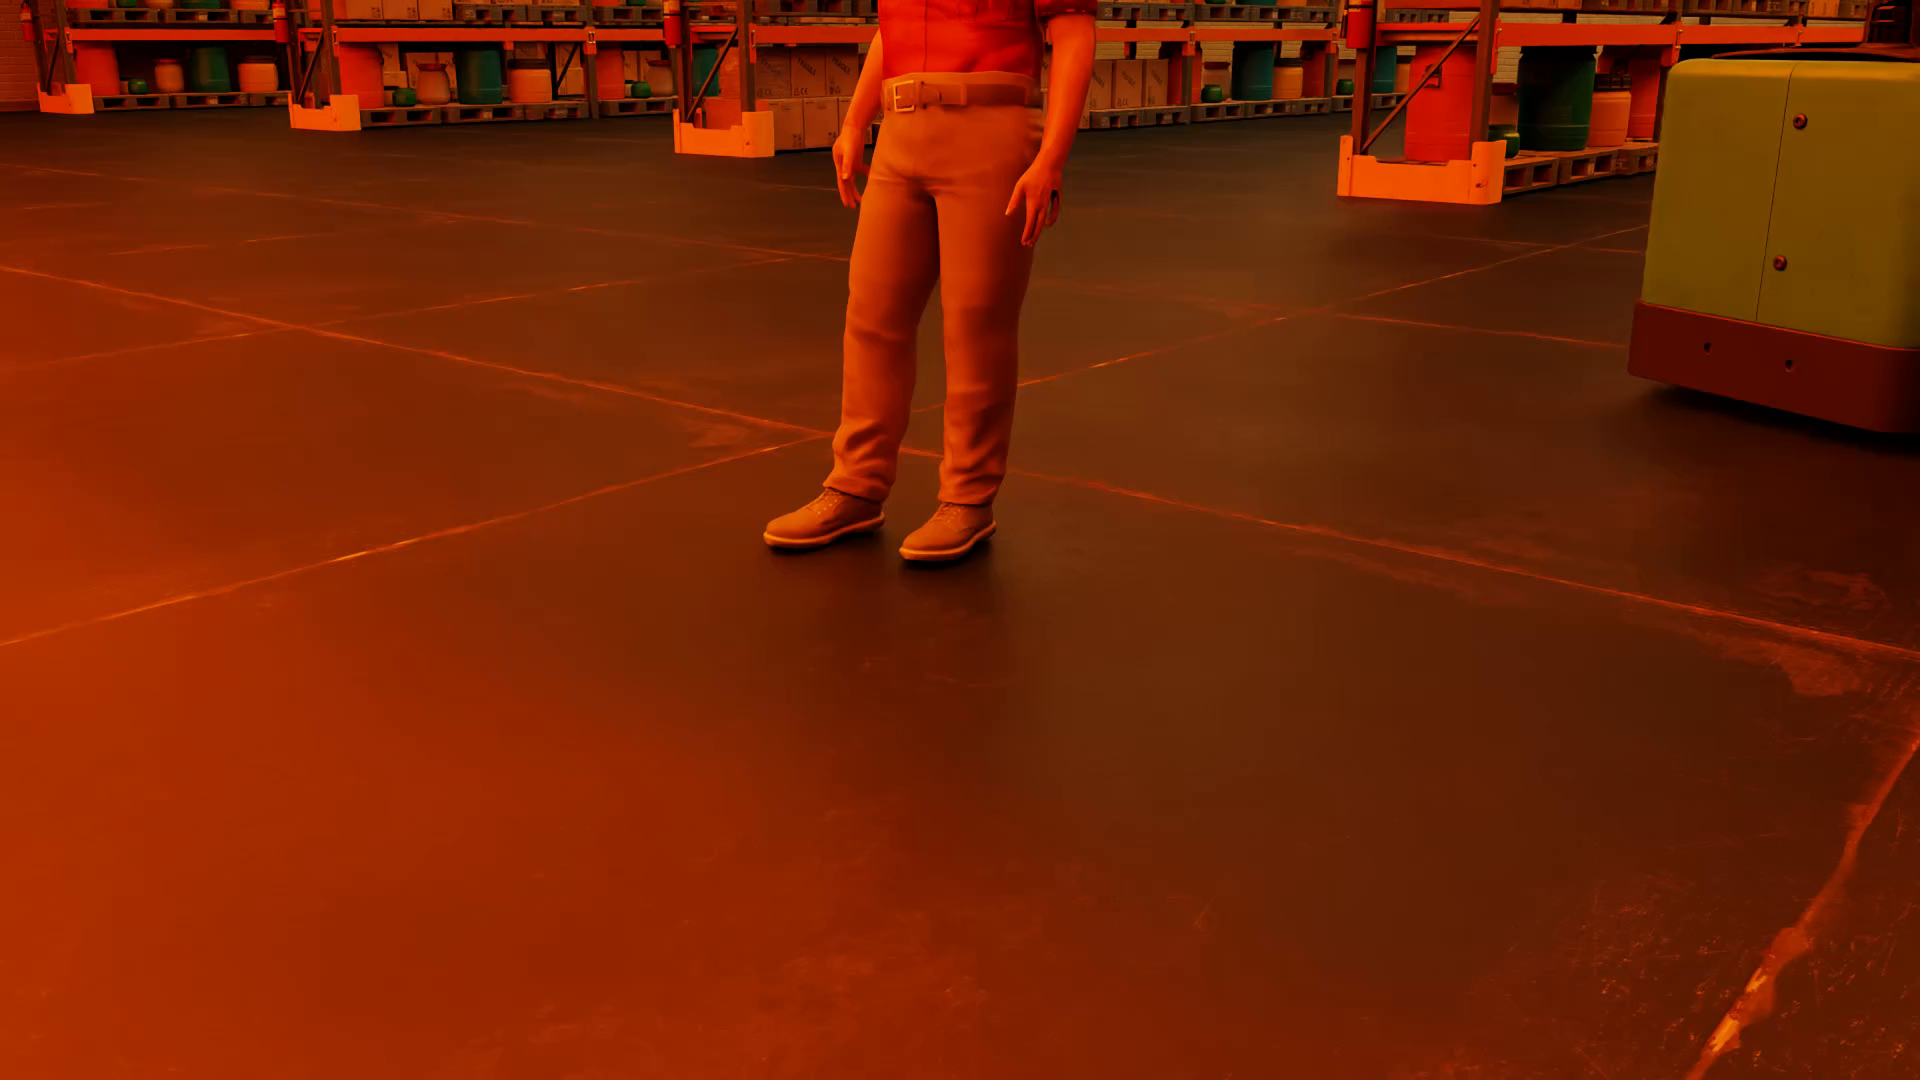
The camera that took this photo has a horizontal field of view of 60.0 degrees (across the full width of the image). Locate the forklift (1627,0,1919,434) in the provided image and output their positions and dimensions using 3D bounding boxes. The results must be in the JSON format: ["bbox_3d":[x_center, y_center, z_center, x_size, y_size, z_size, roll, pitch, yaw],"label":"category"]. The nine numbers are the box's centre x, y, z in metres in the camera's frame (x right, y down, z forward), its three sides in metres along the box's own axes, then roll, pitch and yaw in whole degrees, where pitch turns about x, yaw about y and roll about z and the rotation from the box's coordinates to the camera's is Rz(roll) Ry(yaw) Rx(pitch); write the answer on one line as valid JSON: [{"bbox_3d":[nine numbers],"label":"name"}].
[{"bbox_3d":[3.776,-1.940,5.288,3.031,2.935,1.130,-7,18,-23],"label":"forklift"}]

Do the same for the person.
[{"bbox_3d":[-0.066,-0.816,3.630,0.640,1.727,0.551,13,21,37],"label":"person"}]
